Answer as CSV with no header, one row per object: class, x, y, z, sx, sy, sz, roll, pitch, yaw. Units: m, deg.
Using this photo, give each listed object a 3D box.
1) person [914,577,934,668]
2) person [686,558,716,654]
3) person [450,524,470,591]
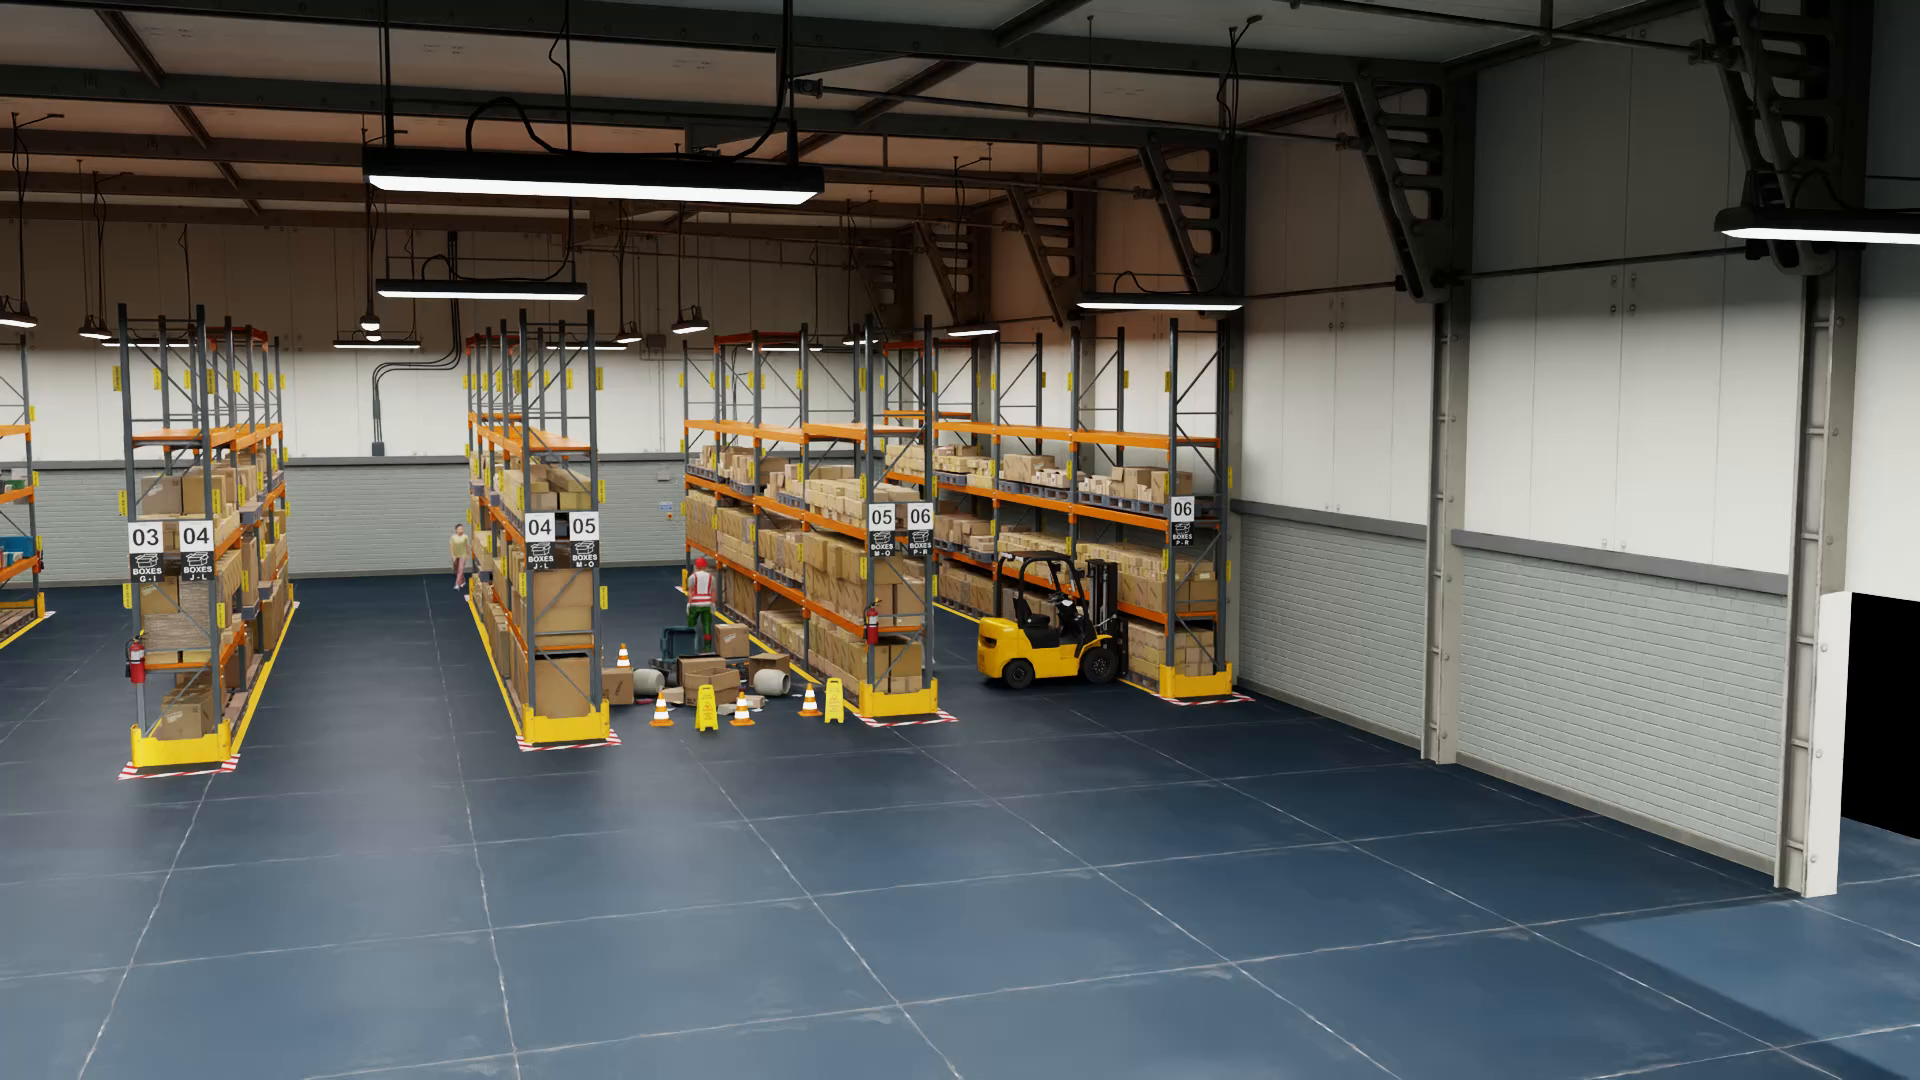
person,-0.687,1.443,29.114,0.457,1.584,0.441,-1,6,-13
person,-4.748,1.233,30.503,0.604,1.804,0.543,-3,6,-31
person,-12.080,0.397,40.077,0.429,1.586,1.123,0,5,-3
